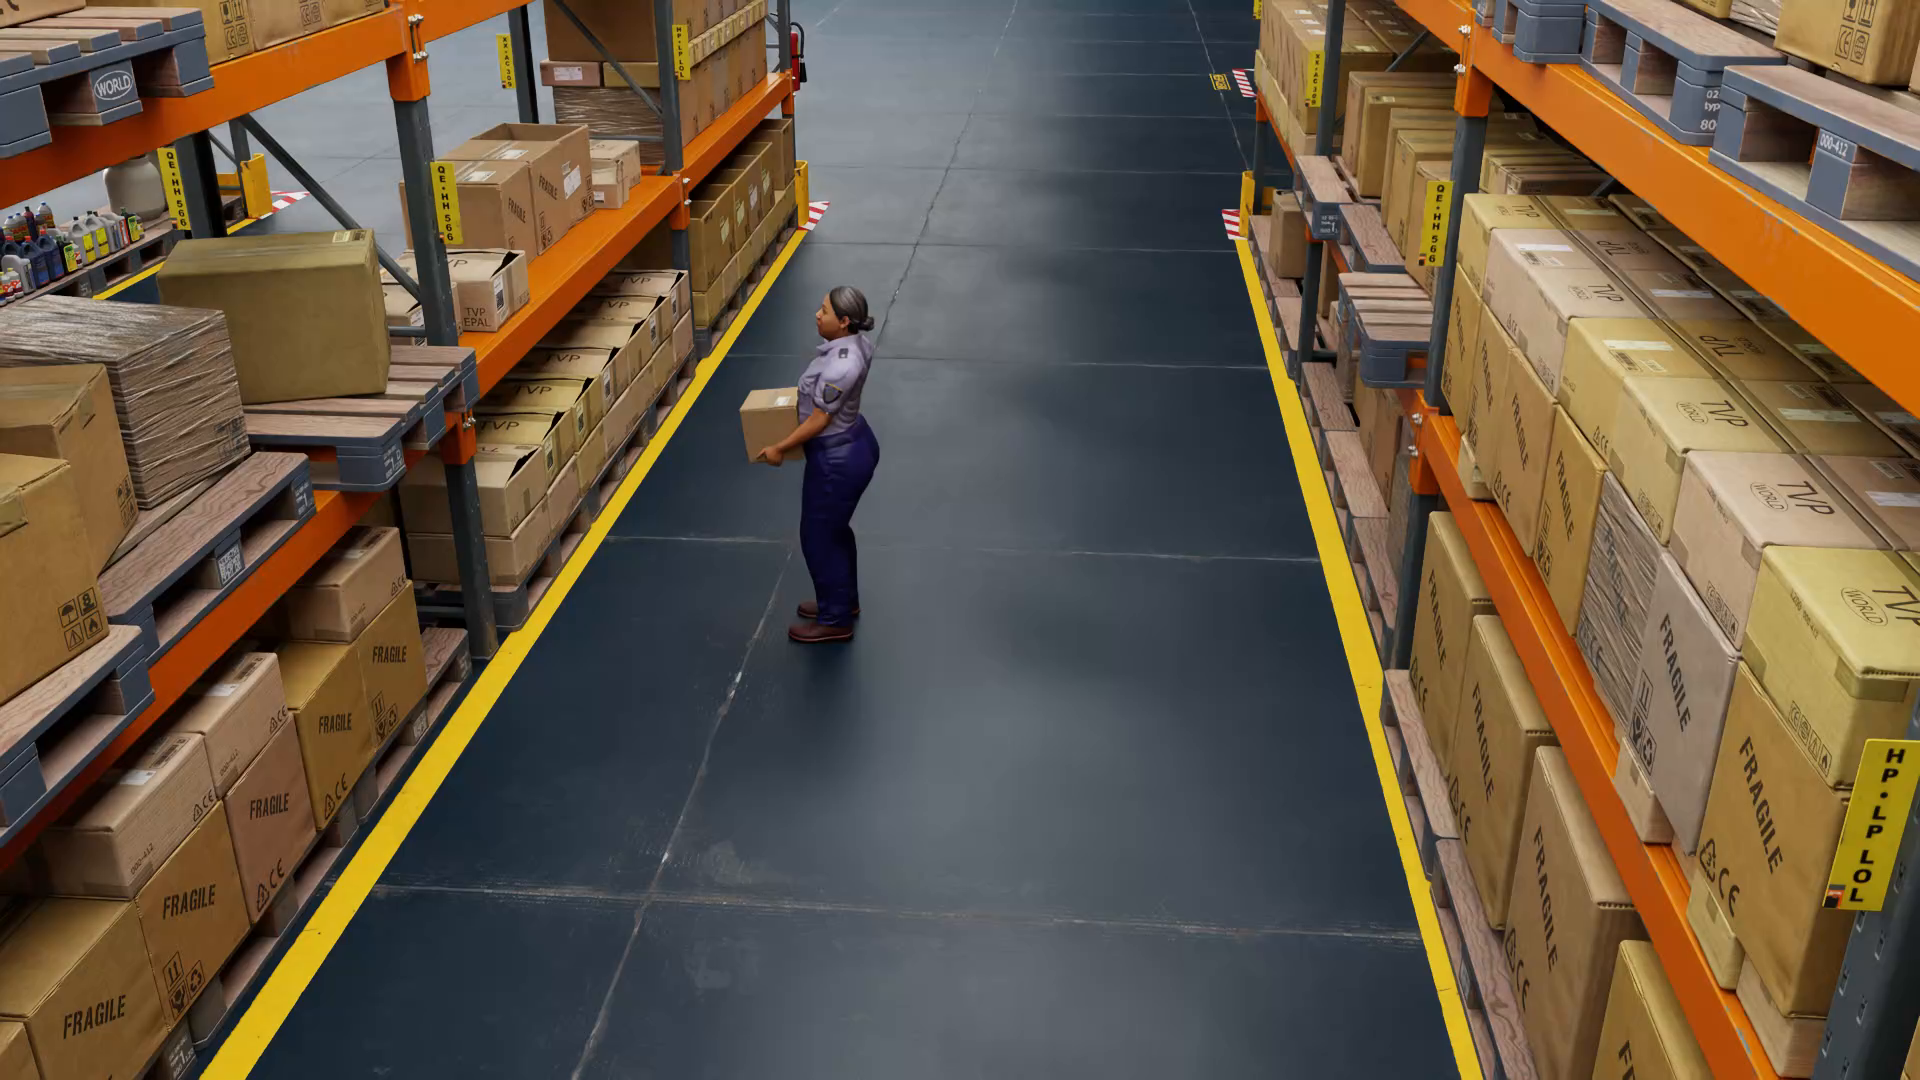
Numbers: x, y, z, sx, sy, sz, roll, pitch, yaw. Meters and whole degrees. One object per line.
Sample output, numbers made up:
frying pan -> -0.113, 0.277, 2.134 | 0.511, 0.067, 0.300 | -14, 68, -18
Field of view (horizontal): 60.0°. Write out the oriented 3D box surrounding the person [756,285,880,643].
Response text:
person -> -0.621, -0.341, 7.379 | 0.518, 1.636, 0.453 | 2, 25, 5
